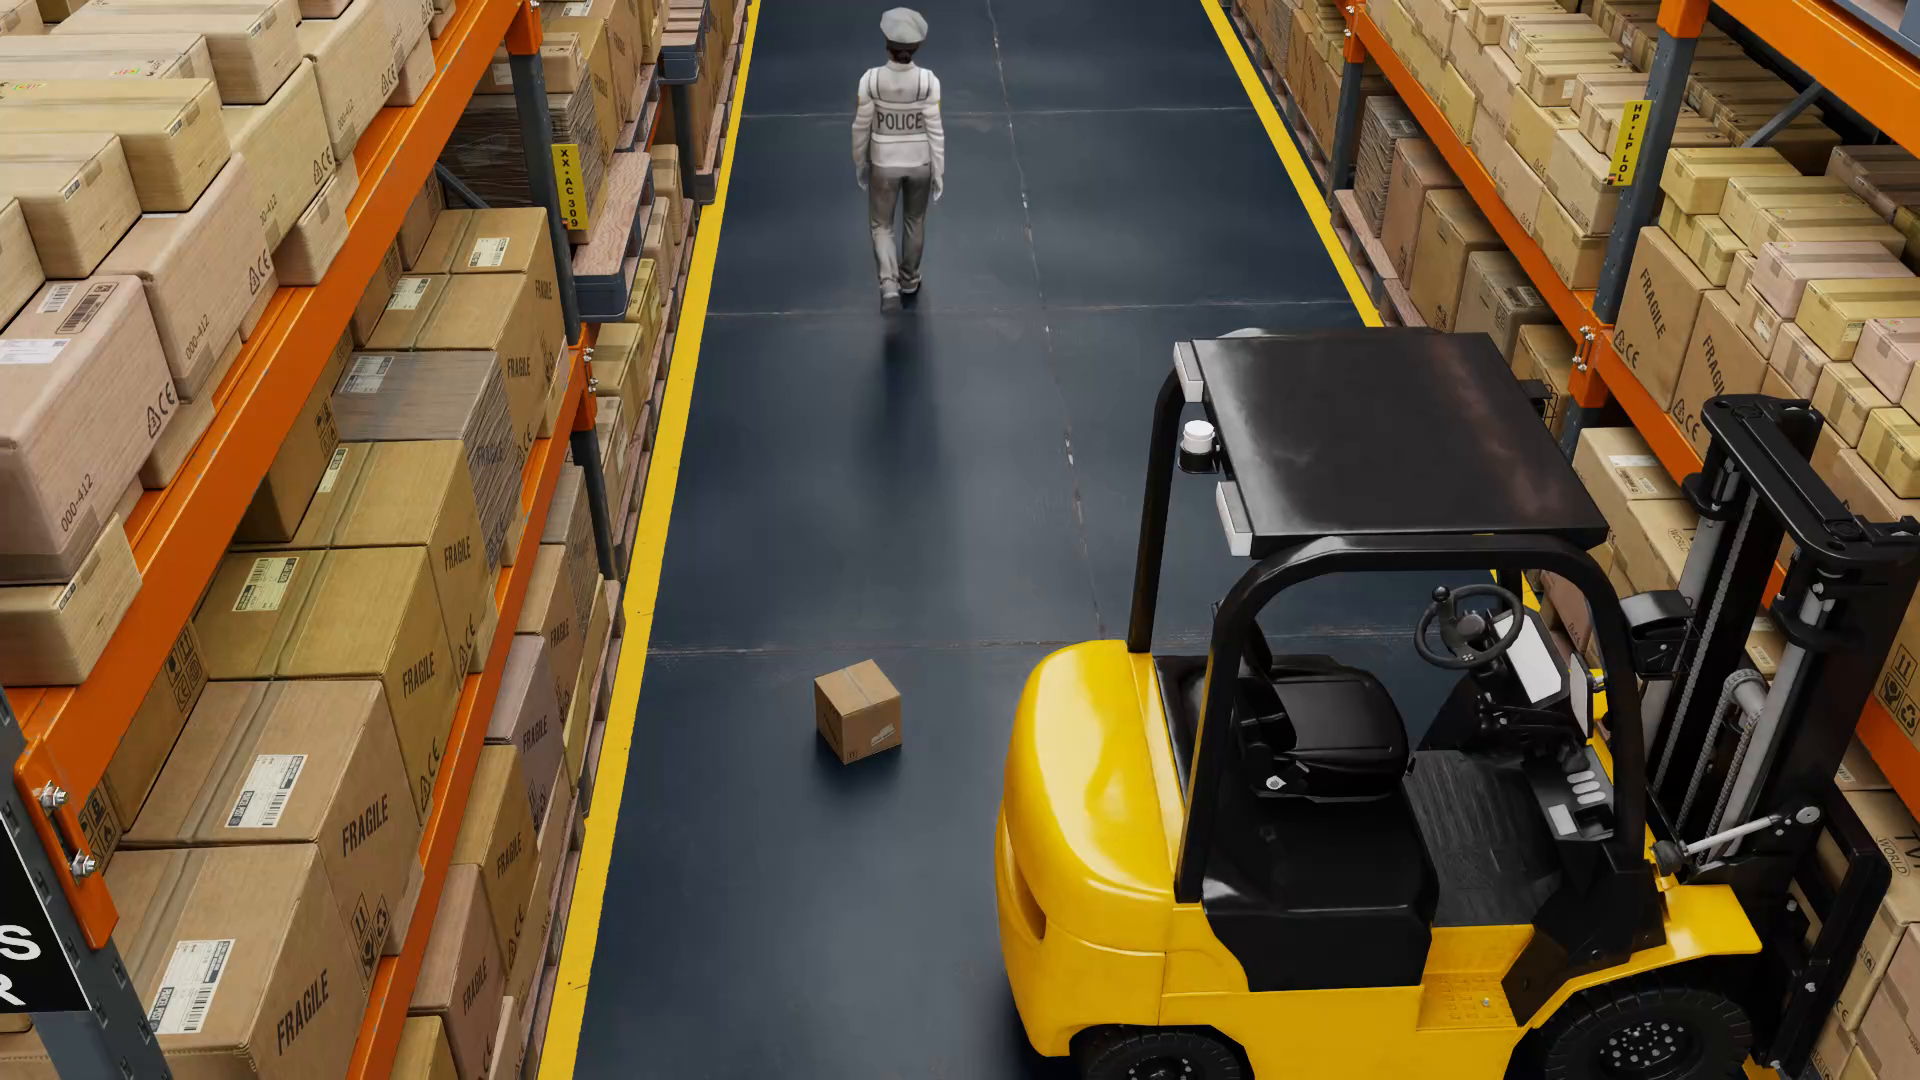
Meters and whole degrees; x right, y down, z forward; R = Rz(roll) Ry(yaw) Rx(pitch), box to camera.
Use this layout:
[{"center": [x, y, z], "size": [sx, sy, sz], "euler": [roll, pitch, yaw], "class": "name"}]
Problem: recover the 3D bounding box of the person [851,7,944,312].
[{"center": [-0.330, -2.010, 8.925], "size": [0.489, 1.658, 0.805], "euler": [-2, 35, -3], "class": "person"}]
